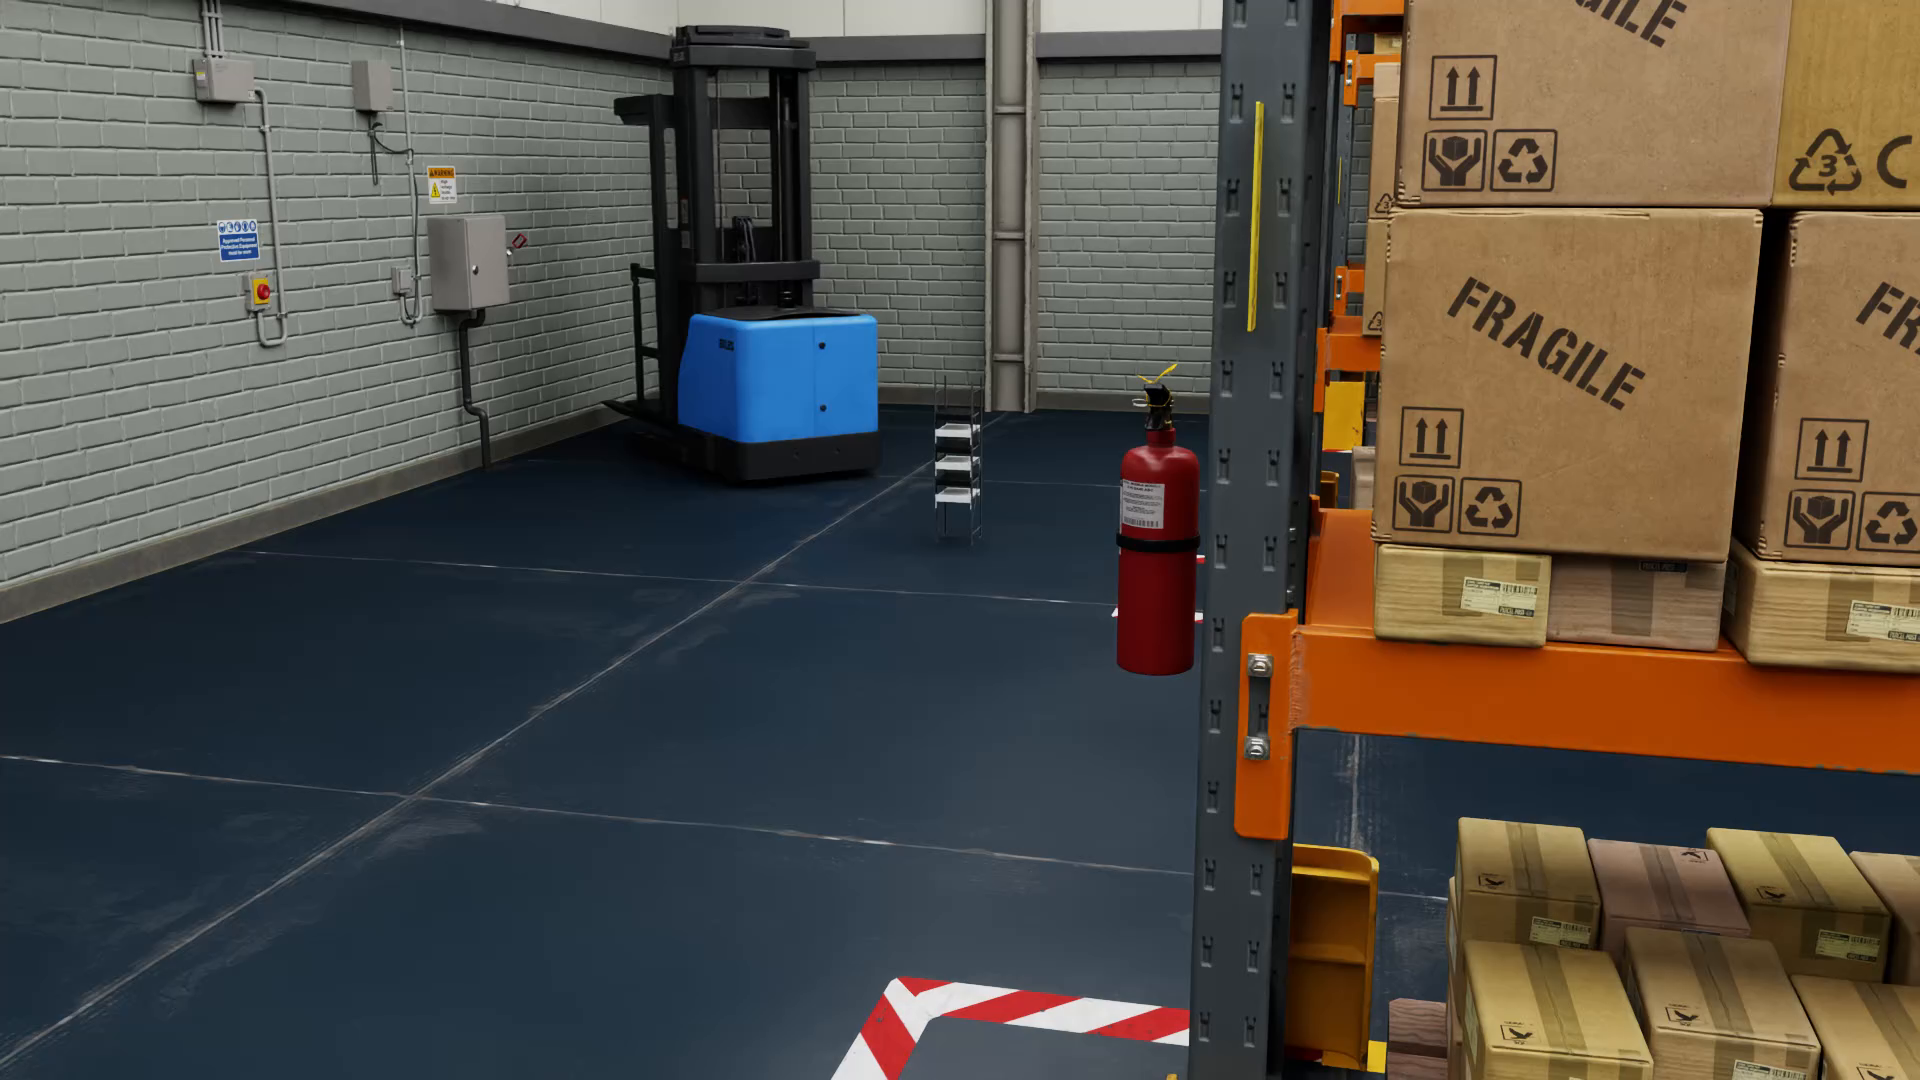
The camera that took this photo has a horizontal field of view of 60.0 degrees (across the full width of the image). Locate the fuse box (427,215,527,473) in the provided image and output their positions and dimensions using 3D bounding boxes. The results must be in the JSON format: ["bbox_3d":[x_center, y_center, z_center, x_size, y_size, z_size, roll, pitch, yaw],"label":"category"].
[{"bbox_3d":[-3.184,-1.302,11.150,0.414,1.711,0.539,3,13,14],"label":"fuse box"}]

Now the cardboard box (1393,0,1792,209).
[{"bbox_3d":[0.935,-0.766,2.533,0.500,0.500,0.500,3,13,13],"label":"cardboard box"}]

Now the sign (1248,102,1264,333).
[{"bbox_3d":[0.433,-0.471,2.433,0.005,0.325,0.100,3,13,14],"label":"sign"}]

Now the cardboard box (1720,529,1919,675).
[{"bbox_3d":[1.304,0.075,2.548,0.250,0.149,0.380,3,13,12],"label":"cardboard box"}]

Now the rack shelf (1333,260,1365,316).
[{"bbox_3d":[4.778,-1.798,12.072,4.000,0.370,1.077,3,13,14],"label":"rack shelf"}]

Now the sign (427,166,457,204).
[{"bbox_3d":[-3.399,-2.333,10.917,0.001,0.242,0.339,3,13,14],"label":"sign"}]

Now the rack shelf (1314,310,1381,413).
[{"bbox_3d":[3.593,-0.754,7.367,4.000,0.370,1.077,3,13,14],"label":"rack shelf"}]

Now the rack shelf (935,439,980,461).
[{"bbox_3d":[-0.008,-0.495,9.126,0.200,0.077,0.258,3,13,14],"label":"rack shelf"}]

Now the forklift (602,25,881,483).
[{"bbox_3d":[-1.742,-2.071,11.801,1.130,2.935,3.031,-8,15,-31],"label":"forklift"}]

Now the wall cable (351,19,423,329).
[{"bbox_3d":[-3.501,-2.291,10.290,0.122,1.984,0.588,3,13,14],"label":"wall cable"}]

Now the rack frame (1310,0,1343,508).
[{"bbox_3d":[1.651,-1.209,7.757,0.127,3.000,1.000,3,13,14],"label":"rack frame"}]

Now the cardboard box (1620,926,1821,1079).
[{"bbox_3d":[1.287,0.821,2.845,0.250,0.149,0.380,3,13,15],"label":"cardboard box"}]

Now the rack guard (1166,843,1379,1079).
[{"bbox_3d":[0.637,1.062,3.294,0.348,0.500,1.175,3,13,14],"label":"rack guard"}]

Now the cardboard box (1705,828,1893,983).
[{"bbox_3d":[1.650,0.720,3.303,0.250,0.149,0.380,3,13,12],"label":"cardboard box"}]

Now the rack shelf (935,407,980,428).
[{"bbox_3d":[-0.008,-0.671,9.087,0.200,0.077,0.258,3,13,14],"label":"rack shelf"}]

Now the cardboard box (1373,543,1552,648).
[{"bbox_3d":[0.799,0.046,2.682,0.250,0.149,0.380,3,13,13],"label":"cardboard box"}]

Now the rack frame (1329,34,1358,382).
[{"bbox_3d":[2.836,-2.253,12.462,0.127,3.000,1.000,3,13,14],"label":"rack frame"}]

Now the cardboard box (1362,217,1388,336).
[{"bbox_3d":[2.048,-1.172,7.362,0.500,0.500,0.500,3,13,13],"label":"cardboard box"}]

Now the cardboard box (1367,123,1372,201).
[{"bbox_3d":[2.176,-1.771,7.751,0.500,0.500,0.500,4,13,15],"label":"cardboard box"}]

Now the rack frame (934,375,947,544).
[{"bbox_3d":[-0.107,-0.445,9.162,0.006,0.900,0.240,3,13,14],"label":"rack frame"}]

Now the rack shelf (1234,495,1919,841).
[{"bbox_3d":[2.505,0.292,2.651,4.000,0.370,1.077,3,13,14],"label":"rack shelf"}]

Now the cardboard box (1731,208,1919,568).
[{"bbox_3d":[1.458,-0.253,2.530,0.500,0.500,0.500,3,13,14],"label":"cardboard box"}]

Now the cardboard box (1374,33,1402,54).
[{"bbox_3d":[3.090,-3.529,11.870,0.250,0.149,0.380,3,13,15],"label":"cardboard box"}]

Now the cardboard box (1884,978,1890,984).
[{"bbox_3d":[1.885,0.909,3.139,0.250,0.149,0.380,3,13,13],"label":"cardboard box"}]

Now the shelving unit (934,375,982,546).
[{"bbox_3d":[-0.008,-0.440,9.138,0.210,0.900,0.258,3,13,14],"label":"shelving unit"}]

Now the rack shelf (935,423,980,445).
[{"bbox_3d":[-0.008,-0.583,9.106,0.200,0.077,0.258,3,13,14],"label":"rack shelf"}]

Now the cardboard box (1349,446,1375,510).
[{"bbox_3d":[2.316,-0.150,7.929,0.875,0.438,0.875,3,13,12],"label":"cardboard box"}]

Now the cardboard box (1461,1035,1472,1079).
[{"bbox_3d":[1.010,0.960,2.907,0.250,0.149,0.380,4,13,16],"label":"cardboard box"}]

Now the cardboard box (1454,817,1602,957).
[{"bbox_3d":[1.138,0.708,3.357,0.250,0.149,0.380,3,13,14],"label":"cardboard box"}]

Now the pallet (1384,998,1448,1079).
[{"bbox_3d":[1.417,1.252,3.102,1.213,0.211,1.003,3,13,14],"label":"pallet"}]
